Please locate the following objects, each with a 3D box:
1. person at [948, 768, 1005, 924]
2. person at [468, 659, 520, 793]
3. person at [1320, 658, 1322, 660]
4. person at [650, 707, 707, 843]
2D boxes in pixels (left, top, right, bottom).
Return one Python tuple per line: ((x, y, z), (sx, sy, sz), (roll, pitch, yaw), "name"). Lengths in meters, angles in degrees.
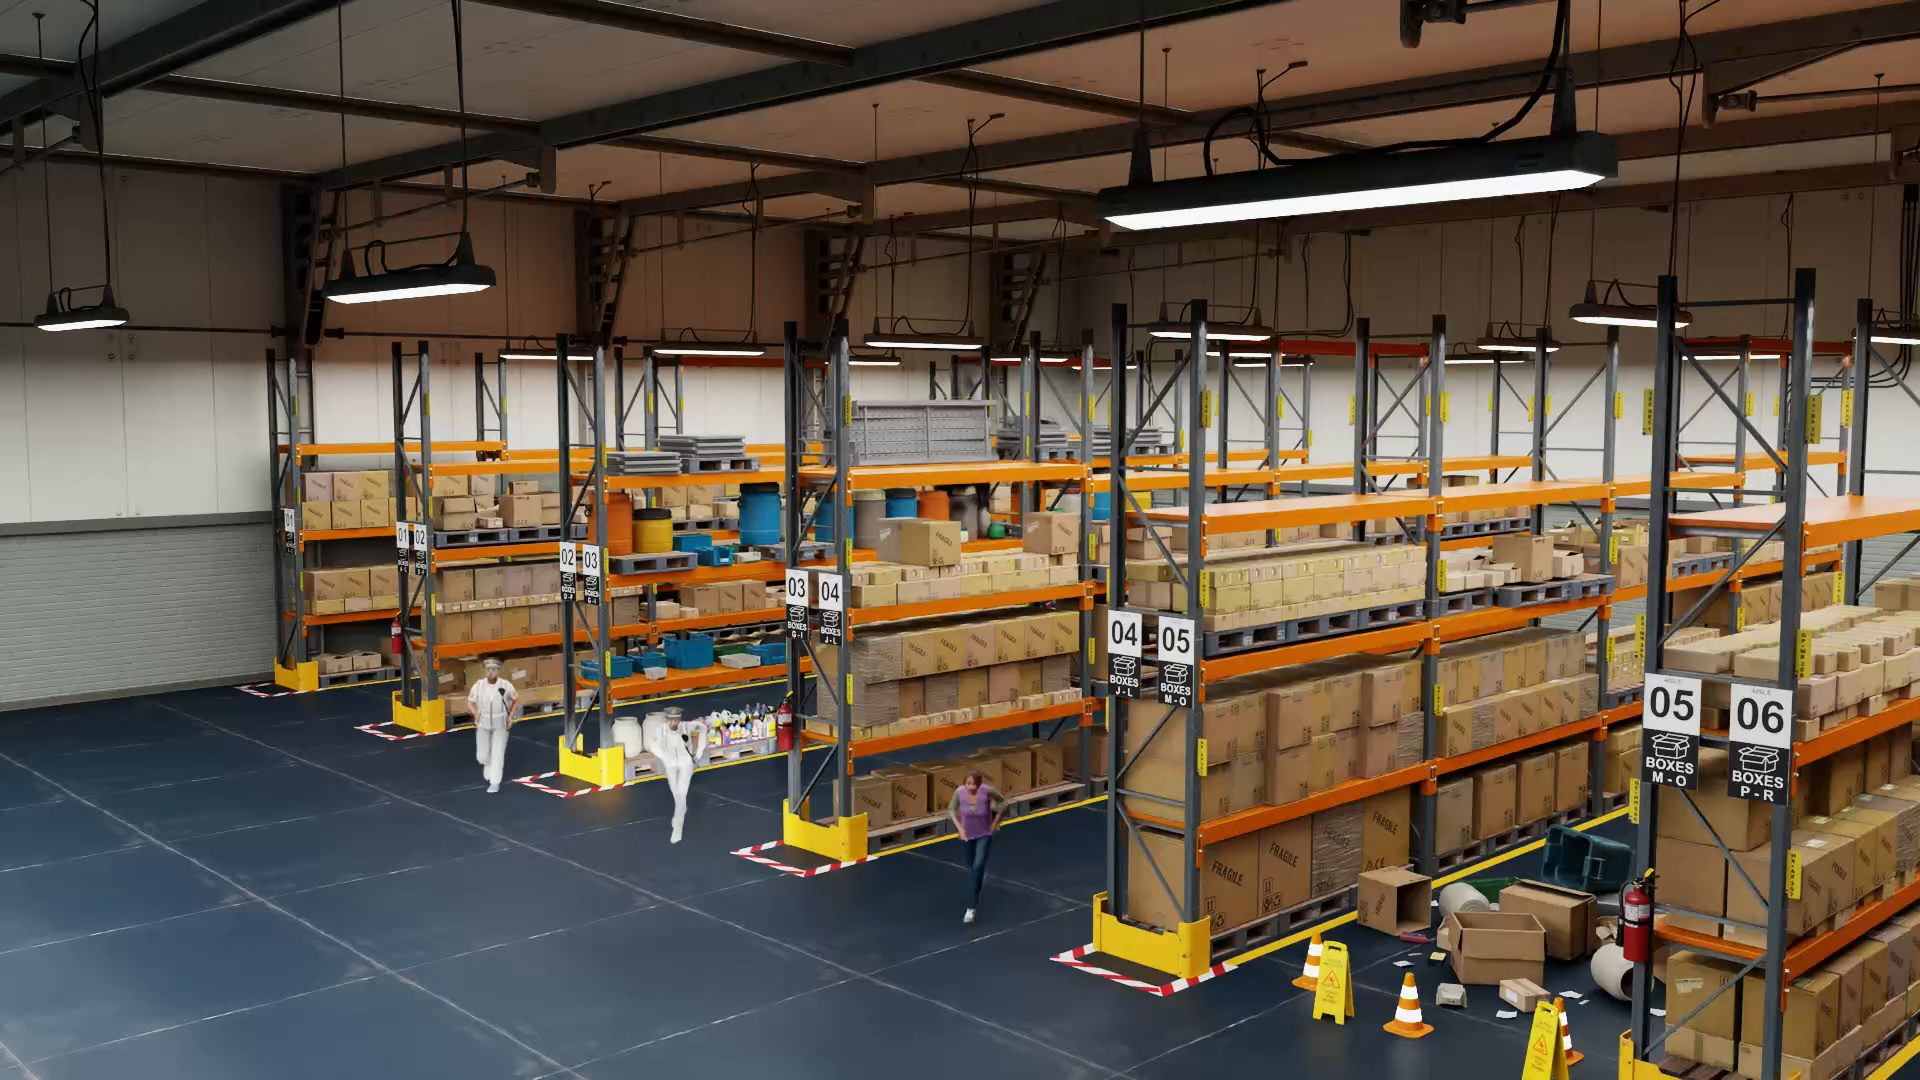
((0.170, 2.982, 16.685), (0.536, 1.547, 0.914), (0, 5, 4), "person")
((-6.120, 2.407, 21.824), (0.658, 1.741, 0.680), (-1, 5, -9), "person")
((4.901, 2.355, 22.308), (0.707, 1.766, 1.030), (3, 6, 32), "person")
((-3.306, 2.707, 19.636), (0.657, 1.623, 0.961), (0, 5, -3), "person")
